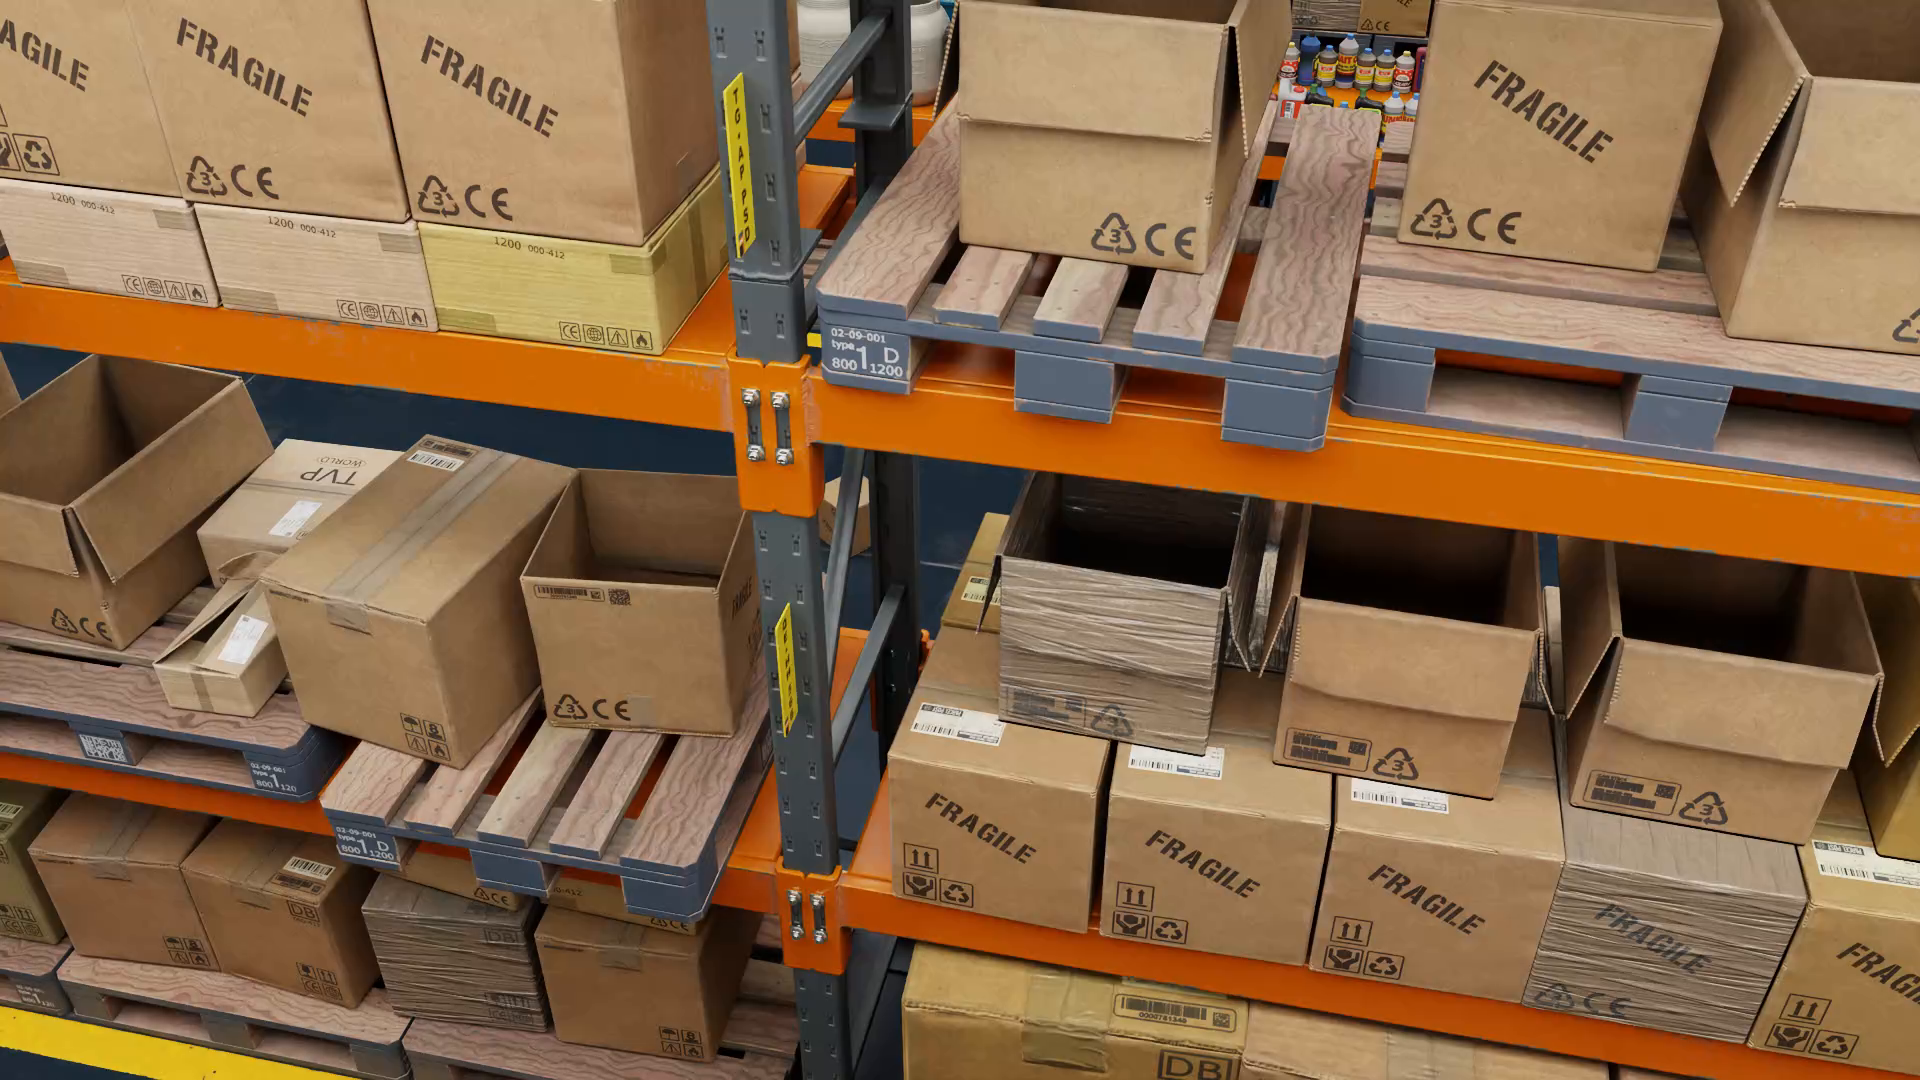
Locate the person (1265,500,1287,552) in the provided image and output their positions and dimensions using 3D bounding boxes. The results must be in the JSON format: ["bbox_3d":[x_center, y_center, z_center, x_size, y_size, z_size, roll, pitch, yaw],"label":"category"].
[{"bbox_3d":[1.280,-0.086,6.247,0.974,1.750,0.580,8,37,11],"label":"person"}]
